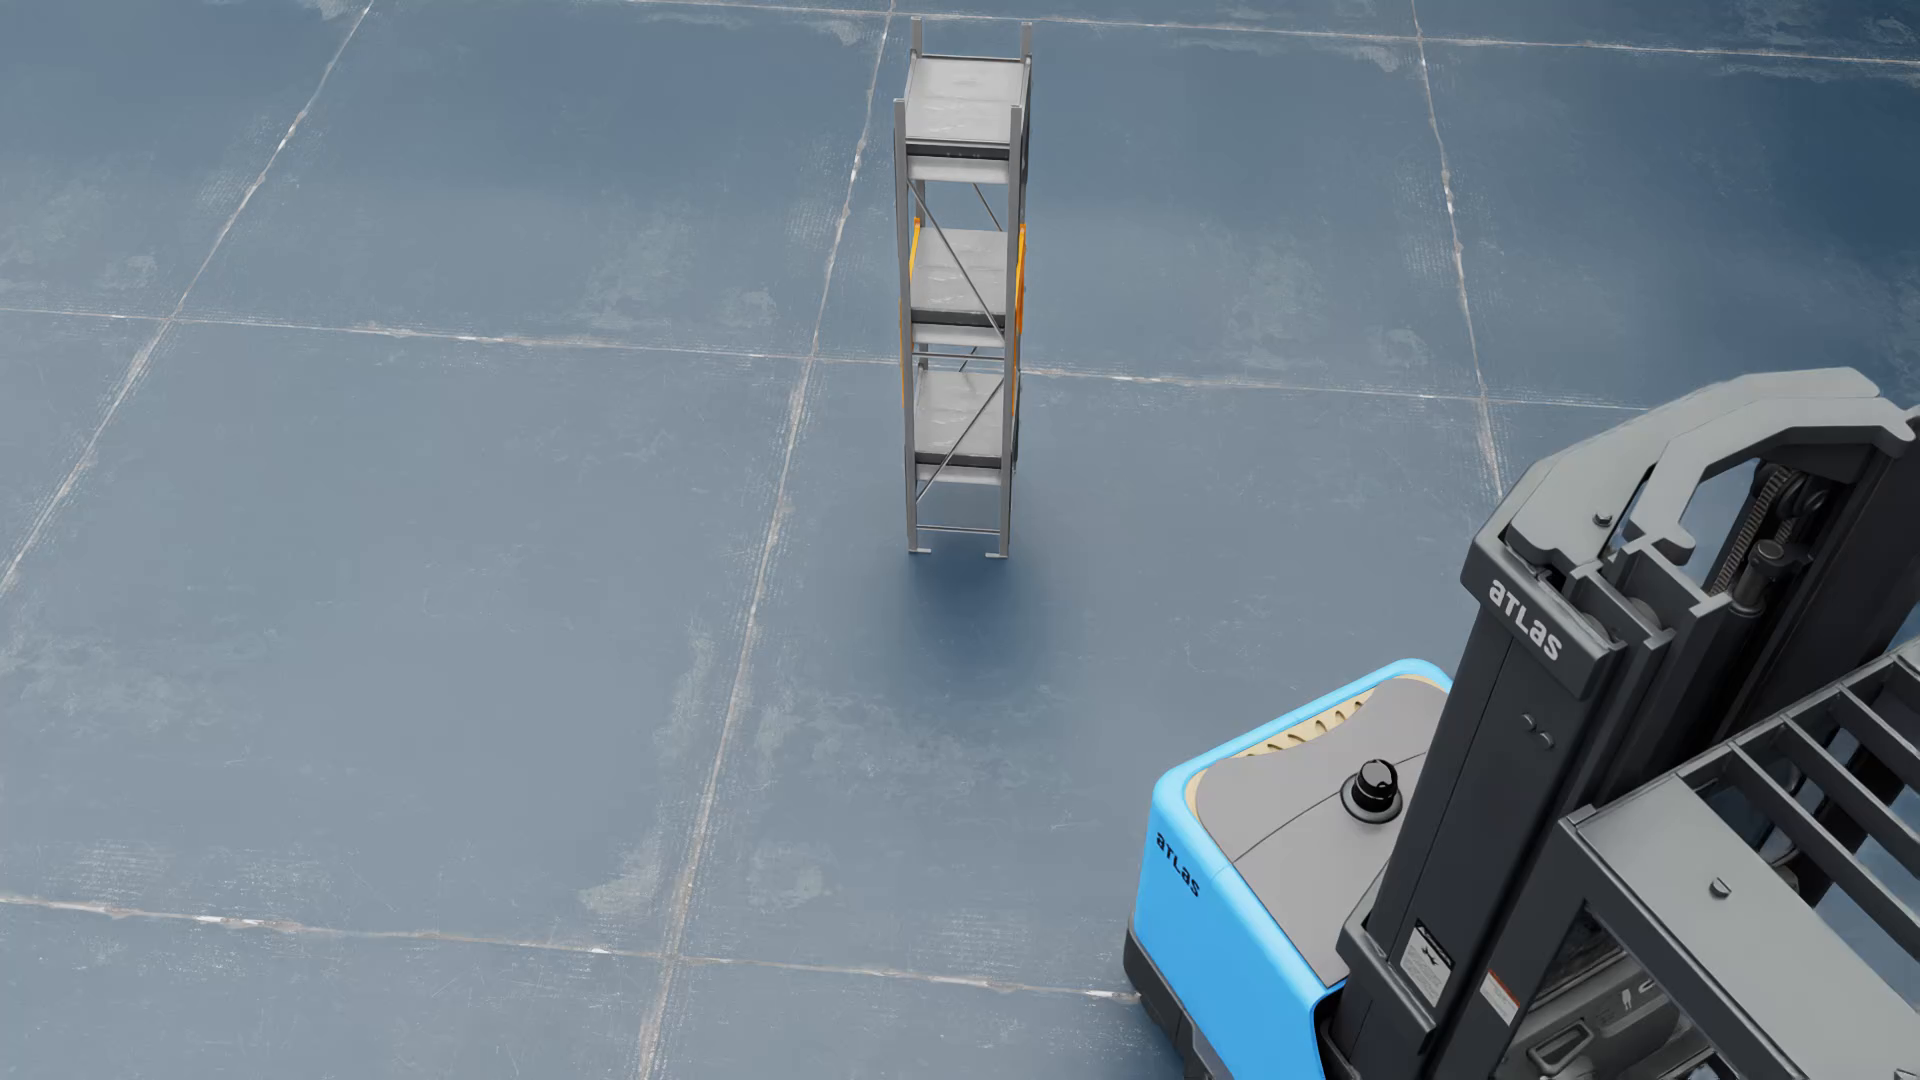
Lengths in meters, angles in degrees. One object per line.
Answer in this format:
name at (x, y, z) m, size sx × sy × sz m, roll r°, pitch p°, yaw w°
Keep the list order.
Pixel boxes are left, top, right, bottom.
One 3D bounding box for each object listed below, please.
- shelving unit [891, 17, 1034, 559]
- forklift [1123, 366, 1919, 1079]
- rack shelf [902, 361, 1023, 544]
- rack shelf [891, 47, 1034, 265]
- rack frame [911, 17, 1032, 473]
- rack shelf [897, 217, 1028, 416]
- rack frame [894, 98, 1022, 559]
shelving unit at (0.015, -0.830, 6.112) m, size 0.431 × 2.100 × 0.503 m, roll 4°, pitch 48°, yaw 4°
forklift at (1.682, 1.196, 3.696) m, size 1.130 × 2.935 × 3.031 m, roll -22°, pitch 51°, yaw -19°
rack shelf at (0.015, -0.349, 6.639) m, size 0.431 × 0.518 × 0.480 m, roll 4°, pitch 48°, yaw 4°
rack shelf at (0.015, -1.294, 5.606) m, size 0.431 × 0.518 × 0.480 m, roll 4°, pitch 48°, yaw 4°
rack frame at (0.037, -1.010, 6.276) m, size 0.400 × 2.100 × 0.015 m, roll 4°, pitch 48°, yaw 4°
rack shelf at (0.015, -0.821, 6.122) m, size 0.431 × 0.518 × 0.480 m, roll 4°, pitch 48°, yaw 4°
rack frame at (-0.007, -0.651, 5.948) m, size 0.400 × 2.100 × 0.015 m, roll 4°, pitch 48°, yaw 4°
